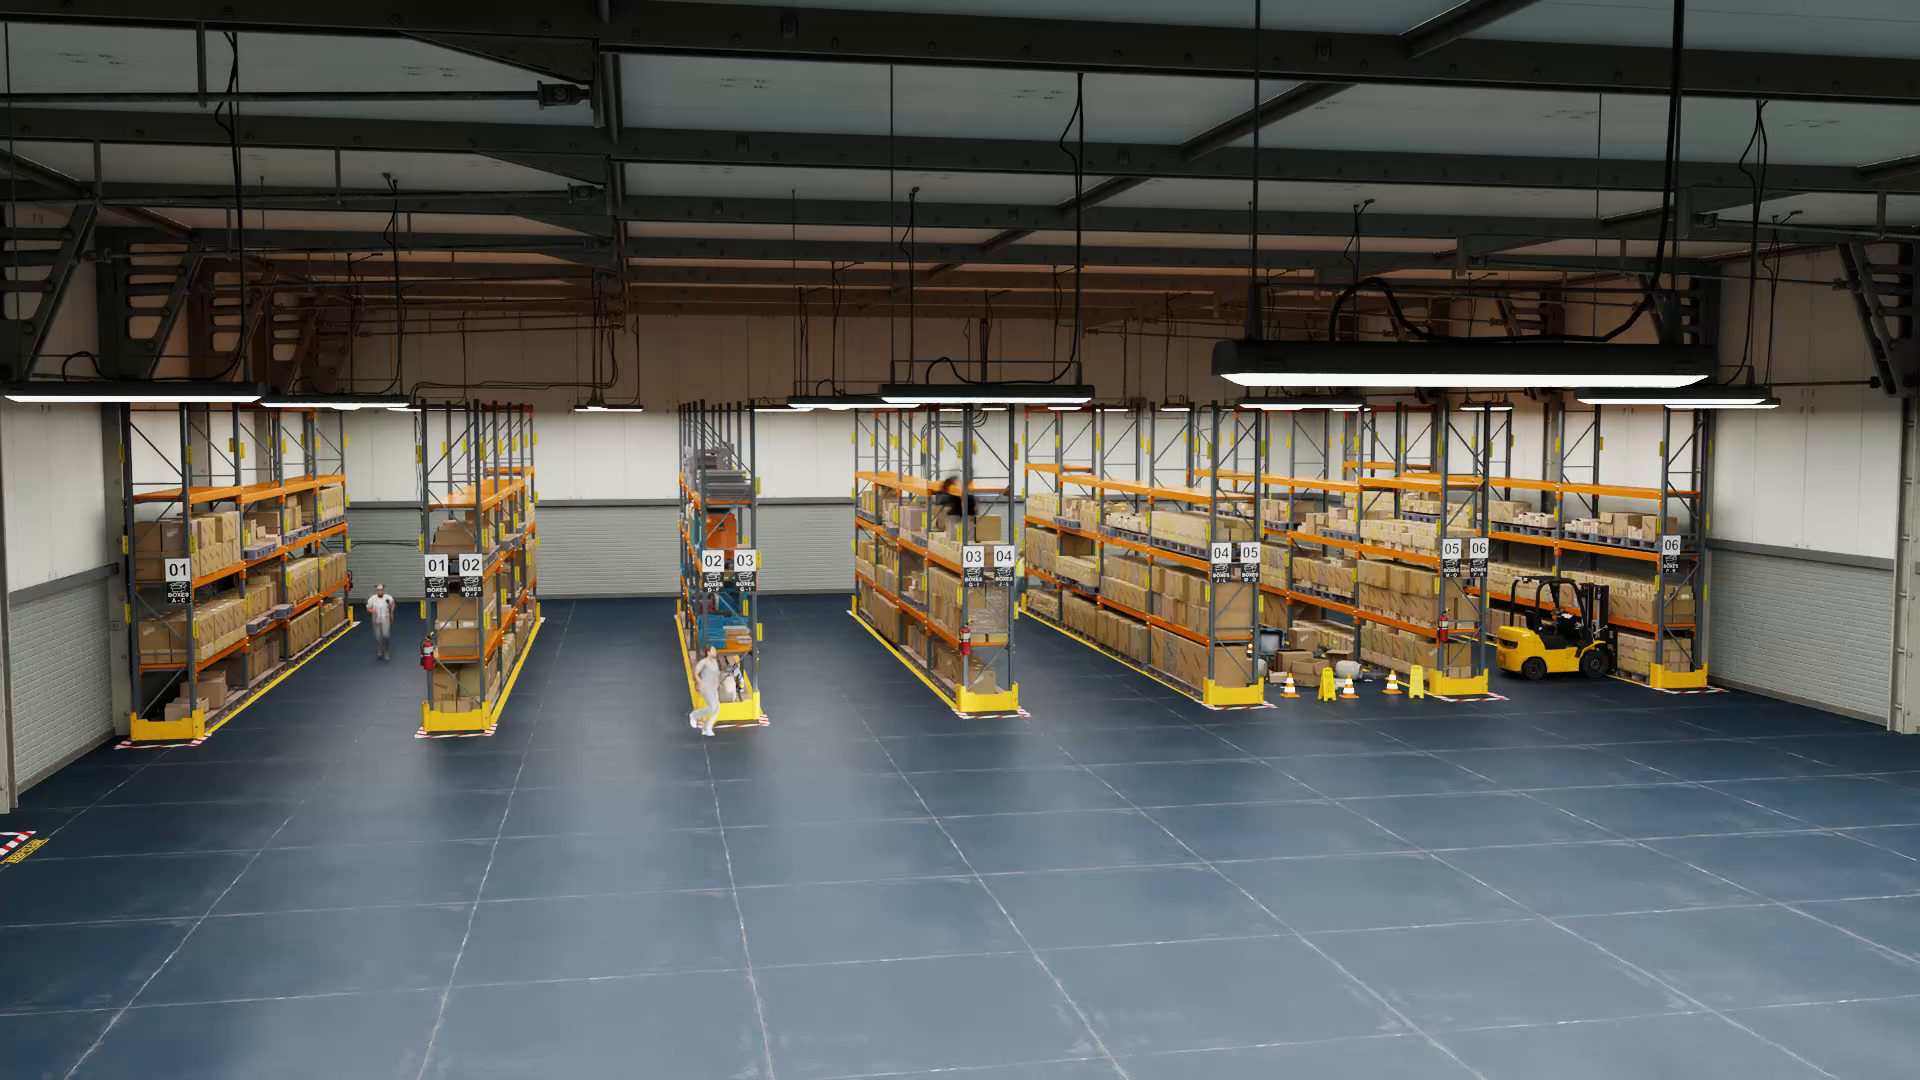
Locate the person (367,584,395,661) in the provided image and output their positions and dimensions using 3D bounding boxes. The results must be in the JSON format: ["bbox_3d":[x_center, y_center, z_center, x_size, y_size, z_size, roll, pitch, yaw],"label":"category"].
[{"bbox_3d":[-13.550,1.919,38.893,0.606,1.826,0.821,-1,4,-14],"label":"person"}]

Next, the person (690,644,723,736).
[{"bbox_3d":[-4.499,2.670,29.846,0.574,1.596,0.596,2,5,29],"label":"person"}]

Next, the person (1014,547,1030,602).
[{"bbox_3d":[1.780,1.081,49.717,0.951,1.743,0.730,-2,5,-20],"label":"person"}]

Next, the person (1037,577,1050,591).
[{"bbox_3d":[2.644,1.107,49.981,0.630,1.725,0.759,2,5,28],"label":"person"}]
